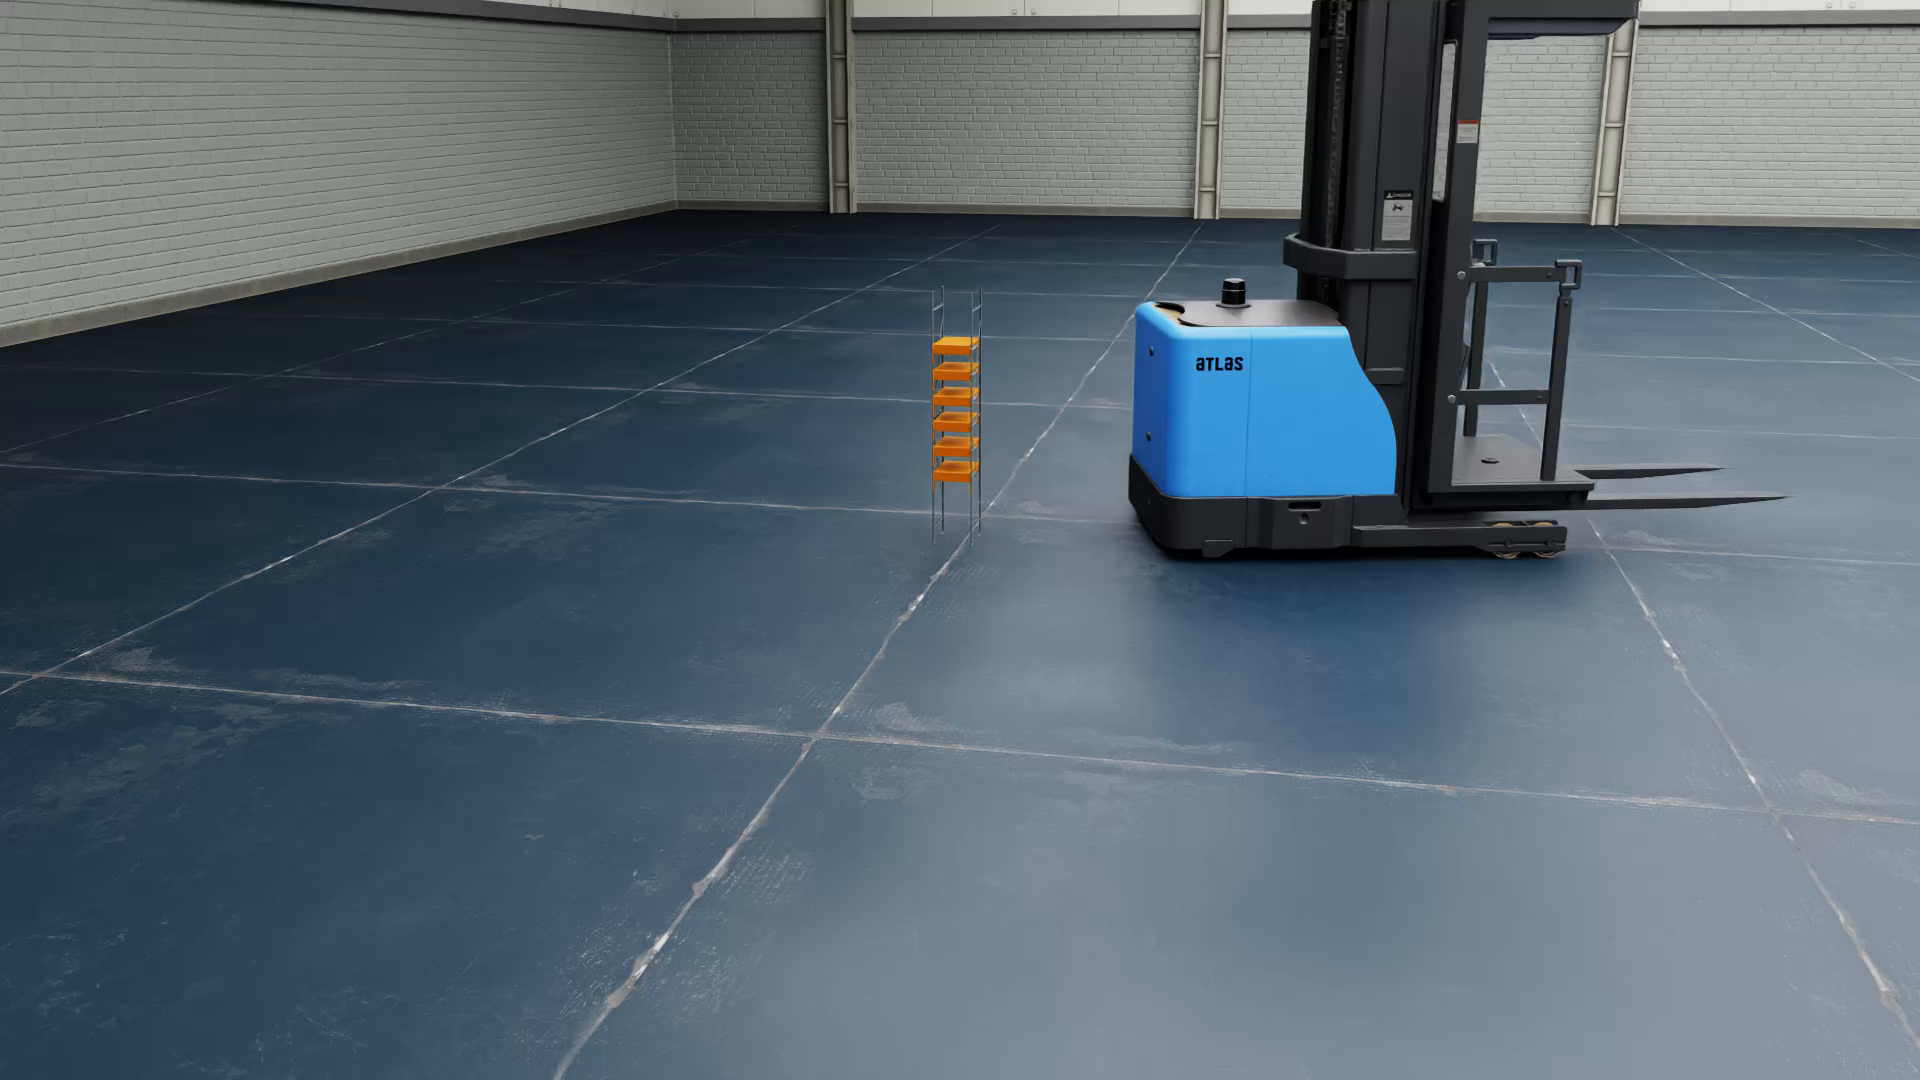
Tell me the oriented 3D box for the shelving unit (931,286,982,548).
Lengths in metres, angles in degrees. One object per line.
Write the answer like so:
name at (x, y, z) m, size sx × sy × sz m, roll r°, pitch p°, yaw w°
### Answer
shelving unit at (-0.014, -0.579, 7.835) m, size 0.189 × 1.200 × 0.258 m, roll 3°, pitch 16°, yaw 11°

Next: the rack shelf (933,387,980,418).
rack shelf at (-0.014, -0.652, 7.814) m, size 0.180 × 0.103 × 0.258 m, roll 3°, pitch 16°, yaw 11°

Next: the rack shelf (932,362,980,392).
rack shelf at (-0.014, -0.767, 7.782) m, size 0.180 × 0.103 × 0.258 m, roll 3°, pitch 16°, yaw 11°

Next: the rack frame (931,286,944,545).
rack frame at (-0.104, -0.584, 7.852) m, size 0.006 × 1.200 × 0.240 m, roll 3°, pitch 16°, yaw 11°

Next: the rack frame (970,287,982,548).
rack frame at (0.075, -0.574, 7.817) m, size 0.006 × 1.200 × 0.240 m, roll 3°, pitch 16°, yaw 11°

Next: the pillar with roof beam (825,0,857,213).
pillar with roof beam at (-2.799, -8.670, 22.435) m, size 0.400 × 9.000 × 9.100 m, roll 3°, pitch 16°, yaw 11°

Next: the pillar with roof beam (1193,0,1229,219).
pillar with roof beam at (3.081, -8.351, 21.283) m, size 0.400 × 9.000 × 9.100 m, roll 3°, pitch 16°, yaw 11°

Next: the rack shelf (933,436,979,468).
rack shelf at (-0.014, -0.421, 7.879) m, size 0.180 × 0.103 × 0.258 m, roll 3°, pitch 16°, yaw 11°

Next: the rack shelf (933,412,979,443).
rack shelf at (-0.014, -0.536, 7.846) m, size 0.180 × 0.103 × 0.258 m, roll 3°, pitch 16°, yaw 11°

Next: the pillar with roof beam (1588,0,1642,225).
pillar with roof beam at (8.960, -8.032, 20.131) m, size 0.400 × 9.000 × 9.100 m, roll 3°, pitch 16°, yaw 11°

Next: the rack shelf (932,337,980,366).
rack shelf at (-0.014, -0.883, 7.750) m, size 0.180 × 0.103 × 0.258 m, roll 3°, pitch 16°, yaw 11°

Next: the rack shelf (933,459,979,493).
rack shelf at (-0.014, -0.305, 7.911) m, size 0.180 × 0.103 × 0.258 m, roll 3°, pitch 16°, yaw 11°

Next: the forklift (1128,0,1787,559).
forklift at (2.397, -1.465, 7.791) m, size 3.031 × 2.935 × 1.130 m, roll -1°, pitch 16°, yaw -4°
